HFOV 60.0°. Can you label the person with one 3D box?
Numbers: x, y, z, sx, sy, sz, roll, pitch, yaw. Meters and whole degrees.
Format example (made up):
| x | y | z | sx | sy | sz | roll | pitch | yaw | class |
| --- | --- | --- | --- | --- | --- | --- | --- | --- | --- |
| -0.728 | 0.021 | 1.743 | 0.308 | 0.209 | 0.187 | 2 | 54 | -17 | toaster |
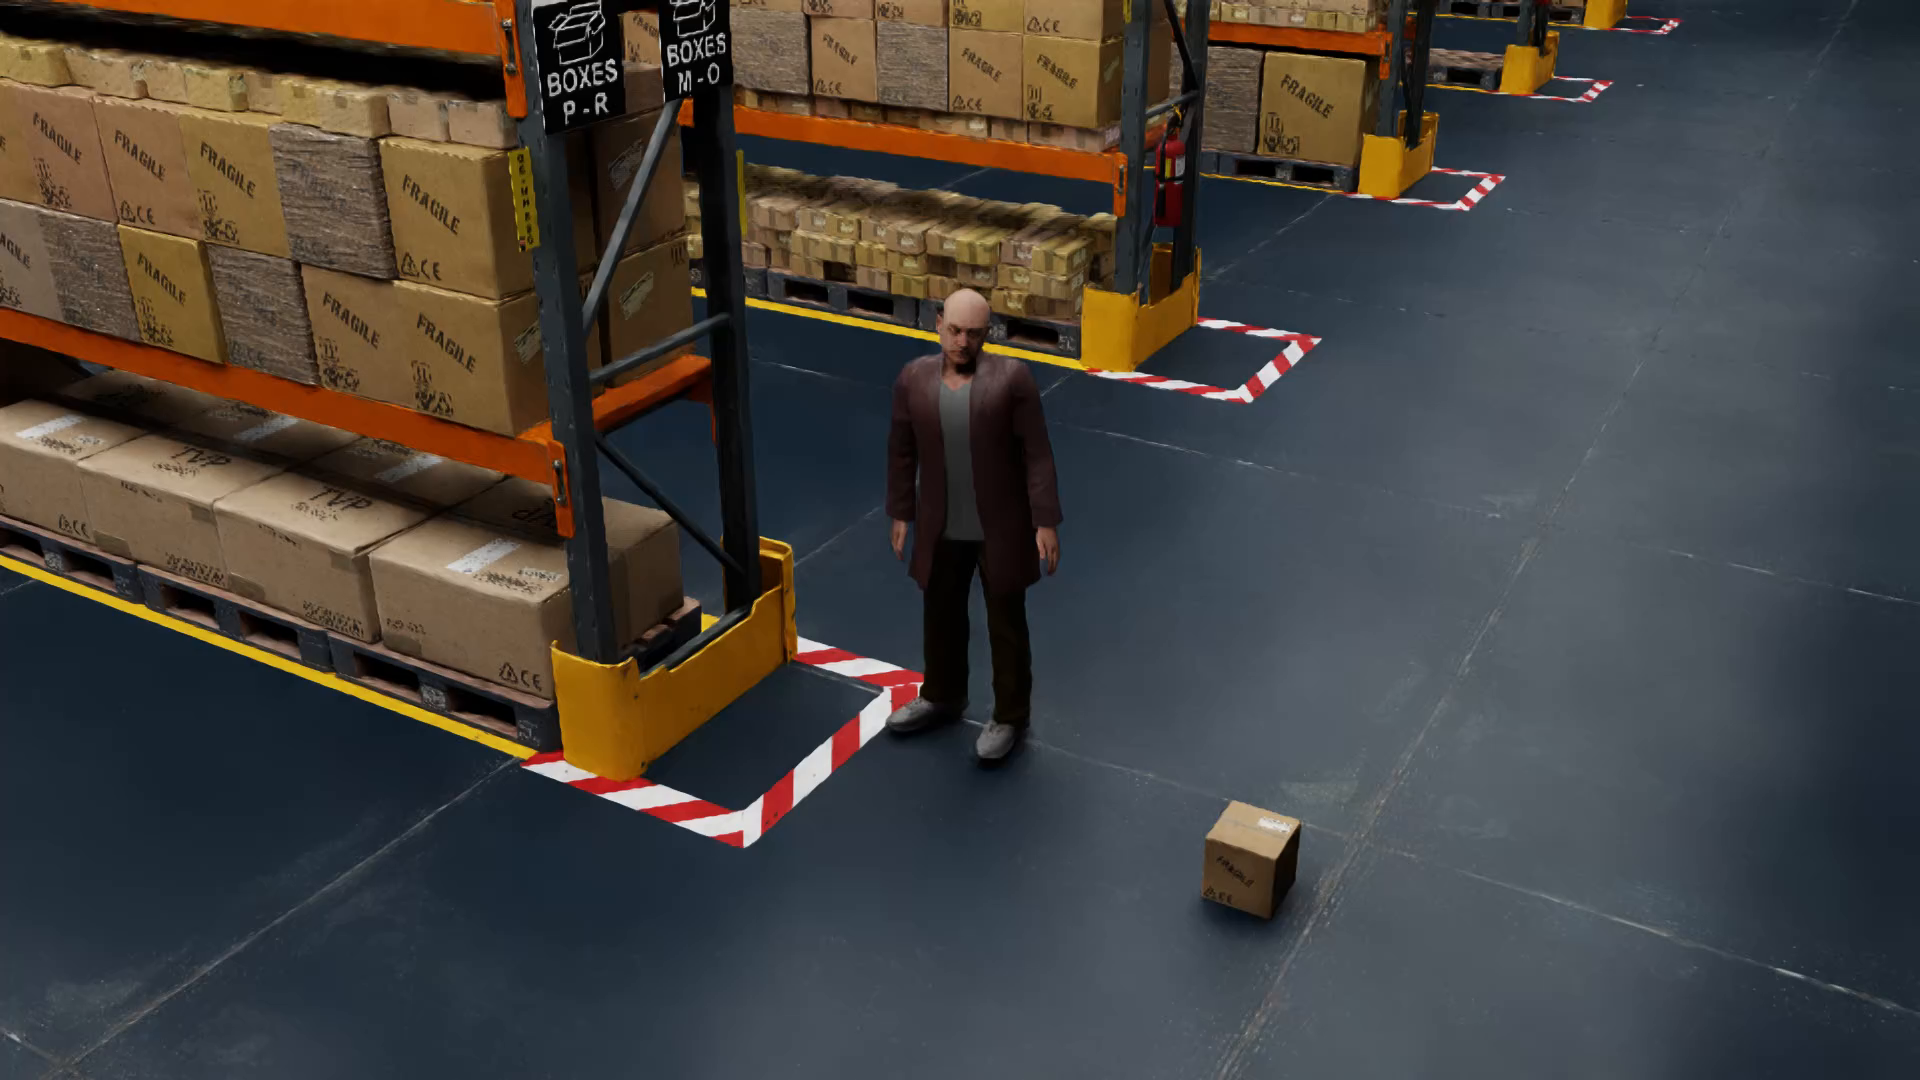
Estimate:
| x | y | z | sx | sy | sz | roll | pitch | yaw | class |
| --- | --- | --- | --- | --- | --- | --- | --- | --- | --- |
| 0.040 | -0.039 | 6.136 | 0.692 | 1.795 | 0.434 | 8 | 27 | 15 | person |
